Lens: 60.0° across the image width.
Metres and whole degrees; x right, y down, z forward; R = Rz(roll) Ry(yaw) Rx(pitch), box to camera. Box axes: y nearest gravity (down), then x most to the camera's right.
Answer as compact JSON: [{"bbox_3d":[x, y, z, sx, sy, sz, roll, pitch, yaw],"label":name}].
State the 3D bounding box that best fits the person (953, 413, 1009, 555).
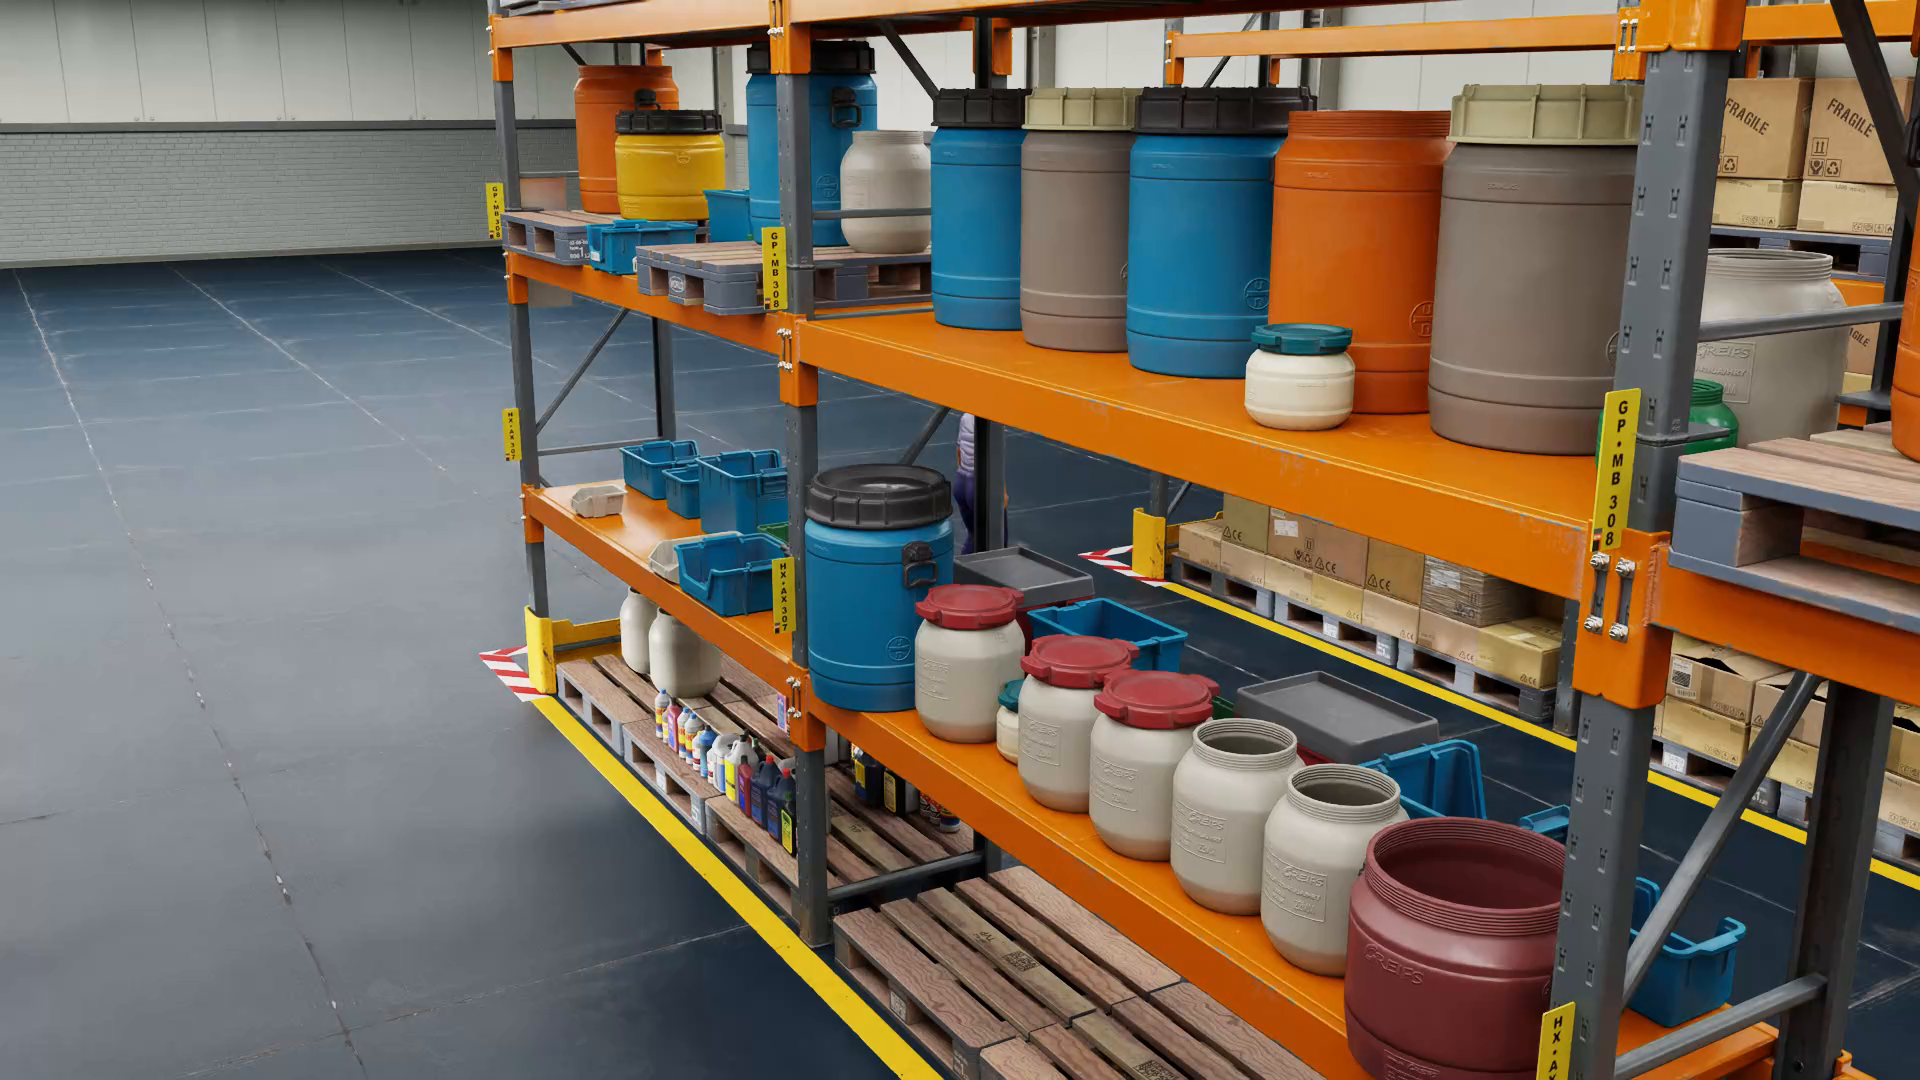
[{"bbox_3d":[0.171,-0.366,12.409,0.367,1.647,0.547,-9,17,-30],"label":"person"}]
